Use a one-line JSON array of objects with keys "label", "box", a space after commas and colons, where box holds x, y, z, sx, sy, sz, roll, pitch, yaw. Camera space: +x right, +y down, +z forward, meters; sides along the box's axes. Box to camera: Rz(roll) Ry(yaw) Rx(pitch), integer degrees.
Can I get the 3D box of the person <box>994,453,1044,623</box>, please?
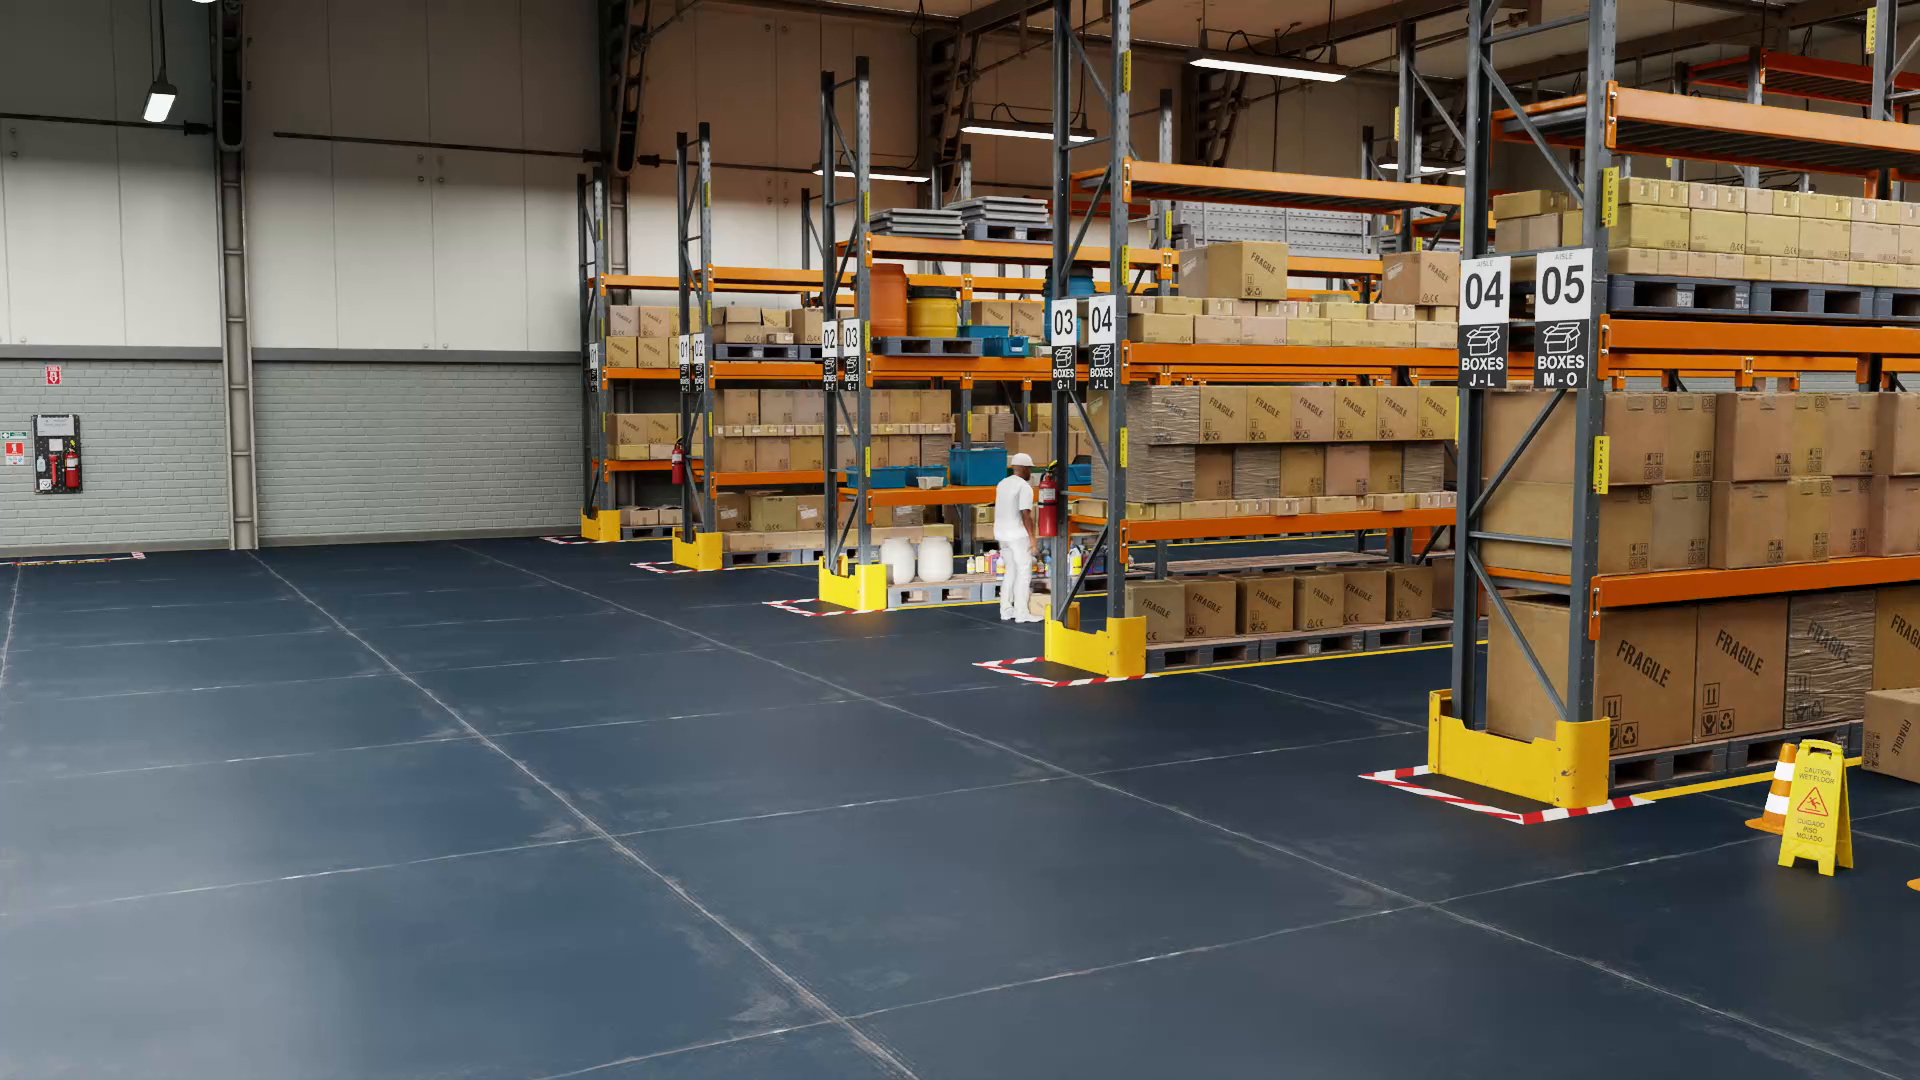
[{"label": "person", "box": [0.611, -0.032, 17.521, 0.463, 1.760, 0.631, -3, 6, -29]}]
